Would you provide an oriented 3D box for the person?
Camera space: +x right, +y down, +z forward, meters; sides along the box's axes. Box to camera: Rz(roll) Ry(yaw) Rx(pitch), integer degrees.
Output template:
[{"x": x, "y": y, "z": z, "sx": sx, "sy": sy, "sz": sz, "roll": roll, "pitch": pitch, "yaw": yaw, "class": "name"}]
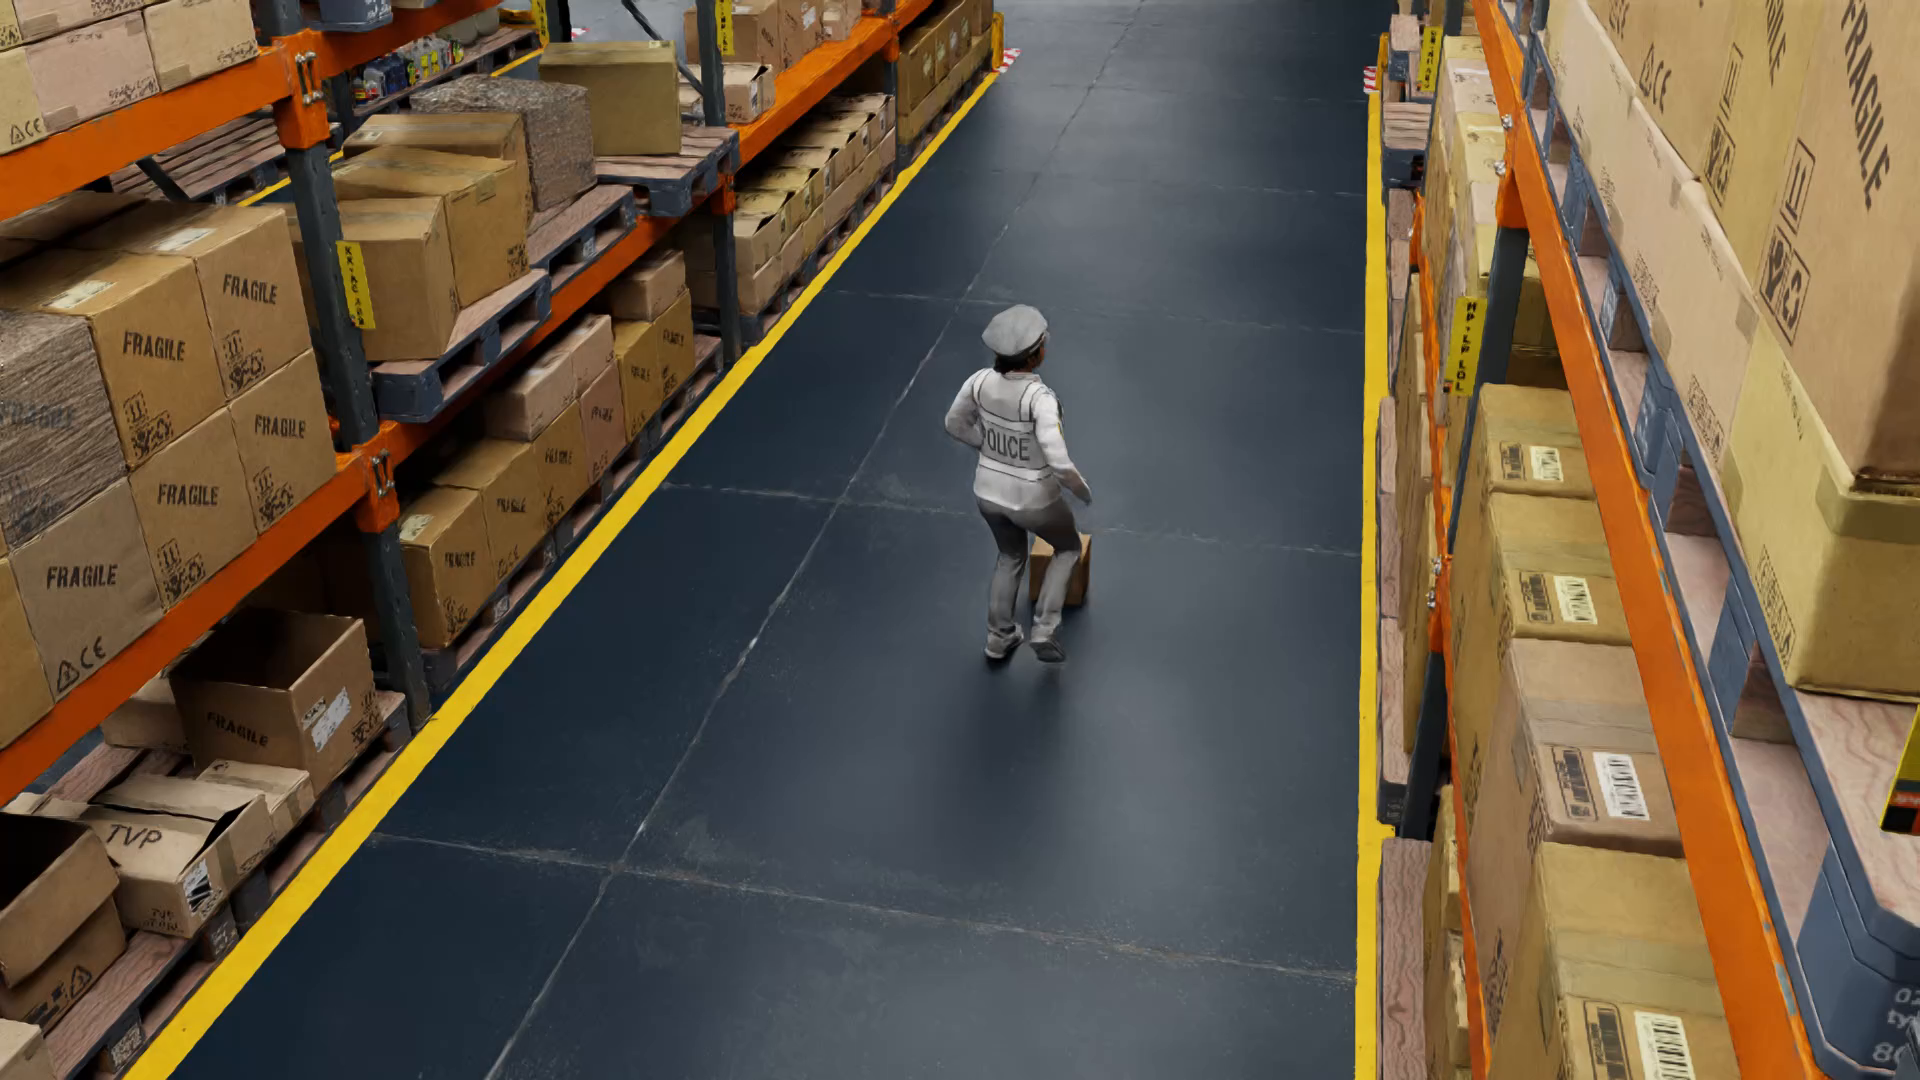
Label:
[{"x": 0.261, "y": -0.219, "z": 7.015, "sx": 0.675, "sy": 1.660, "sz": 0.467, "roll": 17, "pitch": 33, "yaw": 27, "class": "person"}]
